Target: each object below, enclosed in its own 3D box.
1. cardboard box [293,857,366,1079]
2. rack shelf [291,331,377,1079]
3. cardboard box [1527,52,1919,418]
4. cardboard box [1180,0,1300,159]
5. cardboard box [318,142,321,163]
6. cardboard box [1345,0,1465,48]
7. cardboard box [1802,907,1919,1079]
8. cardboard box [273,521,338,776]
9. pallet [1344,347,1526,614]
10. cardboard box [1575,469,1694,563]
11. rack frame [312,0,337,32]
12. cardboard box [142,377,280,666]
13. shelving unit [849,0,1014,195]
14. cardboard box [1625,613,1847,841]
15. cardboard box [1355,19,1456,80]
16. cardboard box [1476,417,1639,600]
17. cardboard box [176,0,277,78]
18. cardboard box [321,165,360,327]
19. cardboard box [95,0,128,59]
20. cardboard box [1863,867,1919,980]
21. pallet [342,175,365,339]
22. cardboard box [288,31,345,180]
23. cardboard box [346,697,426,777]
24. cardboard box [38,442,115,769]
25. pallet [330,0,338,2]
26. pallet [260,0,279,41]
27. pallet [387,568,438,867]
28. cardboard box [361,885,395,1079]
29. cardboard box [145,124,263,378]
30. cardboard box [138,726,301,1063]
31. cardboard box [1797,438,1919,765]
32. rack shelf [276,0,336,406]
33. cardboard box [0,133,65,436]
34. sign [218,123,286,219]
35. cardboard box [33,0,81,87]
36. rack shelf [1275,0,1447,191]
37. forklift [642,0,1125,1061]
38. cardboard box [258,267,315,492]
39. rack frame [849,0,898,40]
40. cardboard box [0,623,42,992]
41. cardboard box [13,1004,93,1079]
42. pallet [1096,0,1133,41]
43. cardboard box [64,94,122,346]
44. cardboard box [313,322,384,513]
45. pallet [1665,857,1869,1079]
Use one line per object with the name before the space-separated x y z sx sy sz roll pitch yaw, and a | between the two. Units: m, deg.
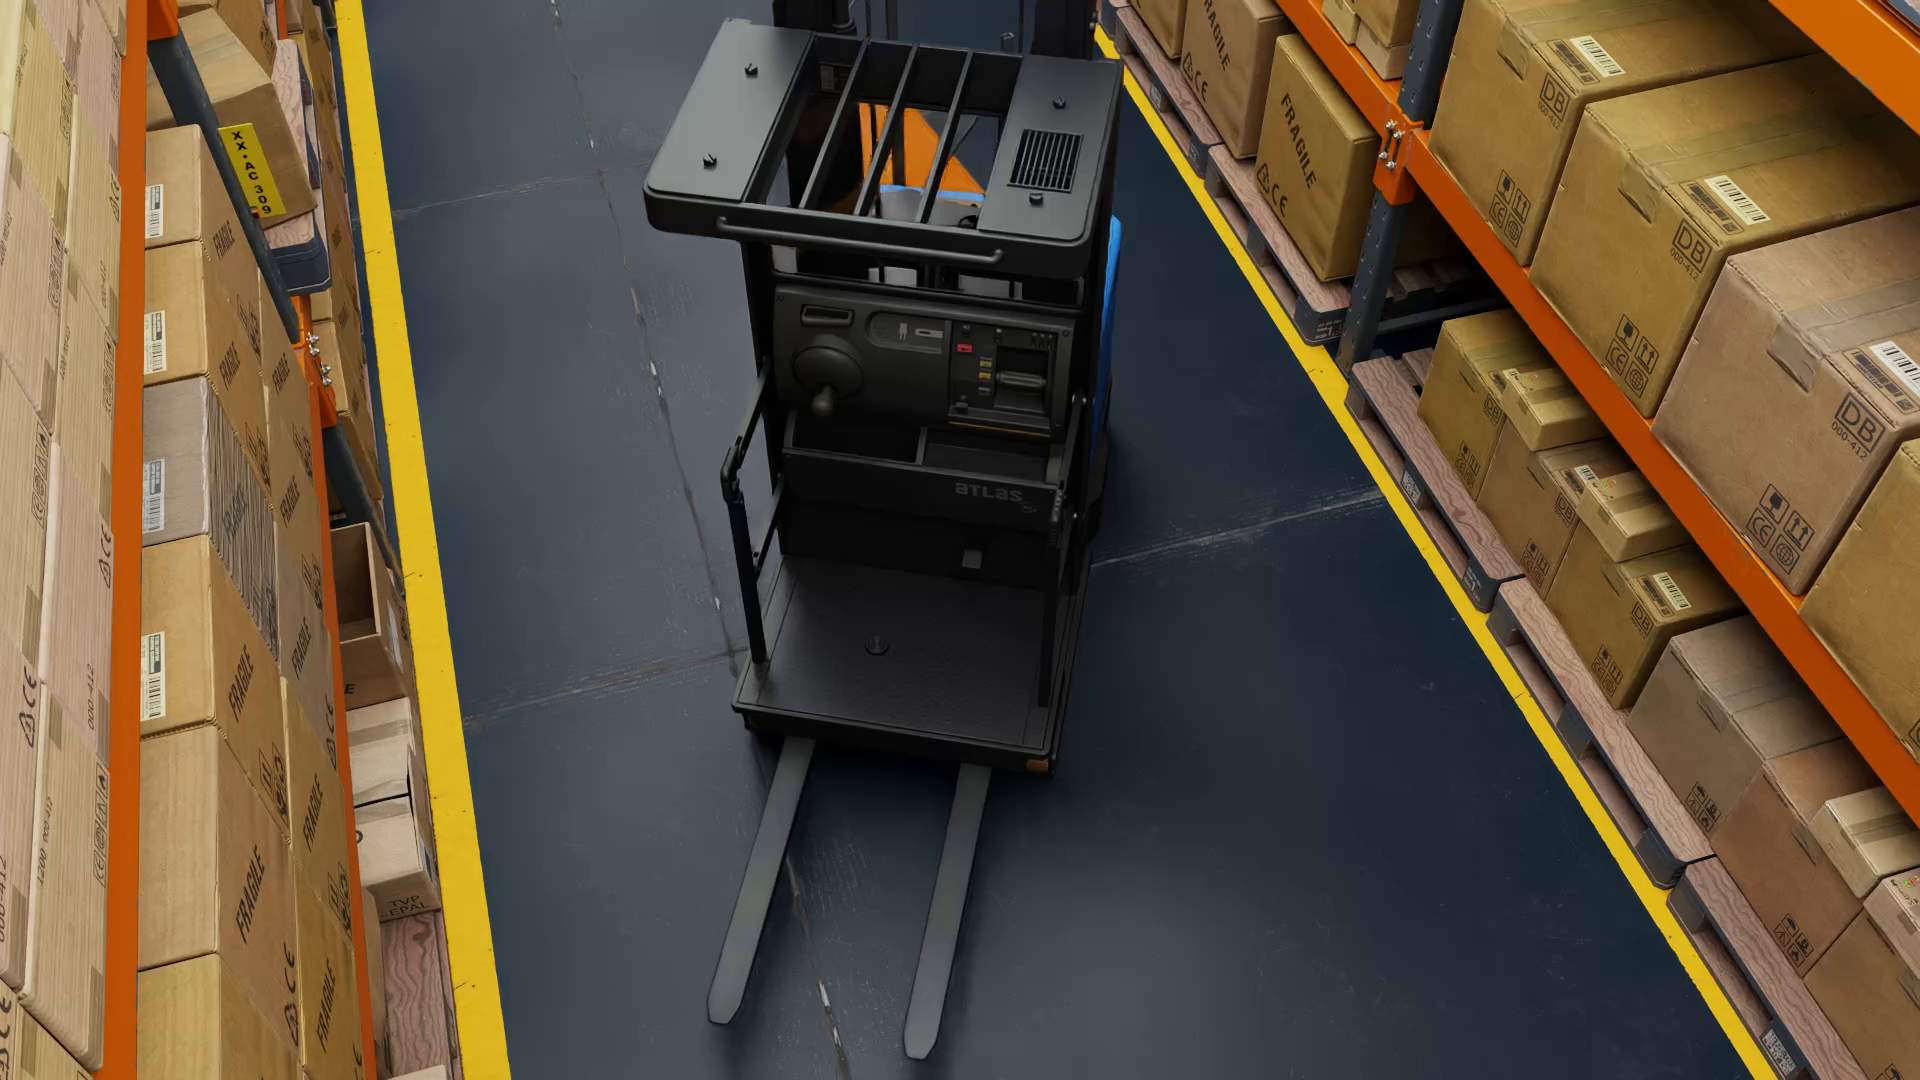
cardboard box | -1.615 1.079 3.602 0.500 0.500 0.500 -13 51 -11
rack shelf | -2.024 1.009 4.197 1.077 0.370 4.000 -13 51 -11
cardboard box | 2.471 -0.968 5.198 0.980 0.700 0.700 -14 51 -12
cardboard box | 1.533 -2.342 7.684 0.750 0.750 0.750 -12 51 -10
cardboard box | -2.971 -1.766 6.923 0.500 0.250 0.500 -14 51 -12
cardboard box | 1.738 -2.221 6.177 0.500 0.500 0.500 -14 51 -12
cardboard box | 2.996 1.297 4.844 0.700 0.500 0.500 -13 51 -11
cardboard box | -1.915 0.343 4.224 0.500 0.500 0.500 -12 51 -10
pallet | 2.265 -0.334 6.683 1.003 0.211 1.213 -13 51 -11
cardboard box | 2.320 -0.103 5.600 0.380 0.149 0.250 -15 51 -12
rack frame | -3.799 -3.605 7.617 1.000 3.000 0.127 -13 51 -11
cardboard box | -1.916 0.015 3.846 0.500 0.500 0.500 -13 51 -11
shelving unit | -0.258 -1.641 6.942 0.587 1.500 1.083 -22 53 -17
cardboard box | 2.698 0.565 5.462 0.700 0.500 0.500 -15 51 -12
cardboard box | 1.745 -1.914 6.343 0.380 0.149 0.250 -13 51 -11
cardboard box | 2.384 -0.199 6.105 0.700 0.500 0.500 -14 51 -11
cardboard box | -2.806 -1.735 5.701 0.700 0.500 0.500 -6 50 -5
cardboard box | -2.835 -1.181 6.921 0.500 0.500 0.500 -13 51 -11
cardboard box | -2.218 -1.307 3.816 0.500 0.250 0.500 -13 51 -11
cardboard box | 2.784 1.036 4.641 0.380 0.149 0.250 -14 51 -11
pallet | -3.257 -1.263 7.466 1.003 0.211 1.213 -13 51 -11
cardboard box | -3.145 -1.933 7.554 0.500 0.500 0.500 -15 51 -12
cardboard box | -2.008 0.706 5.559 0.380 0.149 0.250 -13 51 -11
cardboard box | -1.627 0.154 2.584 0.500 0.250 0.500 -13 51 -11
pallet | -4.005 -3.316 9.197 1.003 0.211 1.213 -13 51 -11
pallet | -3.219 -2.123 6.493 1.003 0.211 1.213 -13 51 -11
pallet | -2.414 0.717 5.797 1.003 0.211 1.213 -13 51 -11
cardboard box | -2.055 1.351 4.784 0.797 0.503 0.637 -13 51 -11
cardboard box | -2.219 -0.727 4.471 0.500 0.500 0.500 -13 51 -11
cardboard box | -1.617 0.753 3.223 0.500 0.500 0.500 -13 51 -10
cardboard box | 2.912 0.120 4.281 0.980 0.700 0.700 -14 51 -11
rack shelf | -3.207 -1.912 6.660 1.077 0.370 4.000 -13 51 -11
cardboard box | -1.775 -0.372 2.701 0.500 0.250 0.500 -13 51 -11
sign | -2.100 -1.091 4.931 0.100 0.325 0.005 -13 51 -11
cardboard box | -2.068 -1.103 3.317 0.500 0.250 0.500 -13 51 -11
rack shelf | 1.524 -3.035 7.607 1.077 0.370 4.000 -13 51 -11
forklift | -0.156 -0.438 4.992 1.130 2.935 3.031 8 50 7
cardboard box | -2.223 -0.408 4.857 0.500 0.500 0.500 -13 51 -10
rack frame | -0.496 -1.992 7.238 0.500 1.500 0.032 -22 53 -17
cardboard box | -1.477 0.358 2.085 0.500 0.250 0.500 -13 51 -11
cardboard box | -1.342 0.887 1.966 0.500 0.250 0.500 -13 51 -11
pallet | 1.094 -3.236 9.129 1.003 0.211 1.213 -13 51 -11
cardboard box | -1.924 -0.576 3.199 0.500 0.250 0.500 -13 51 -11
cardboard box | -2.526 -0.428 6.286 0.500 0.500 0.500 -15 52 -13
pallet | 2.987 1.448 5.181 1.003 0.211 1.213 -13 51 -11
